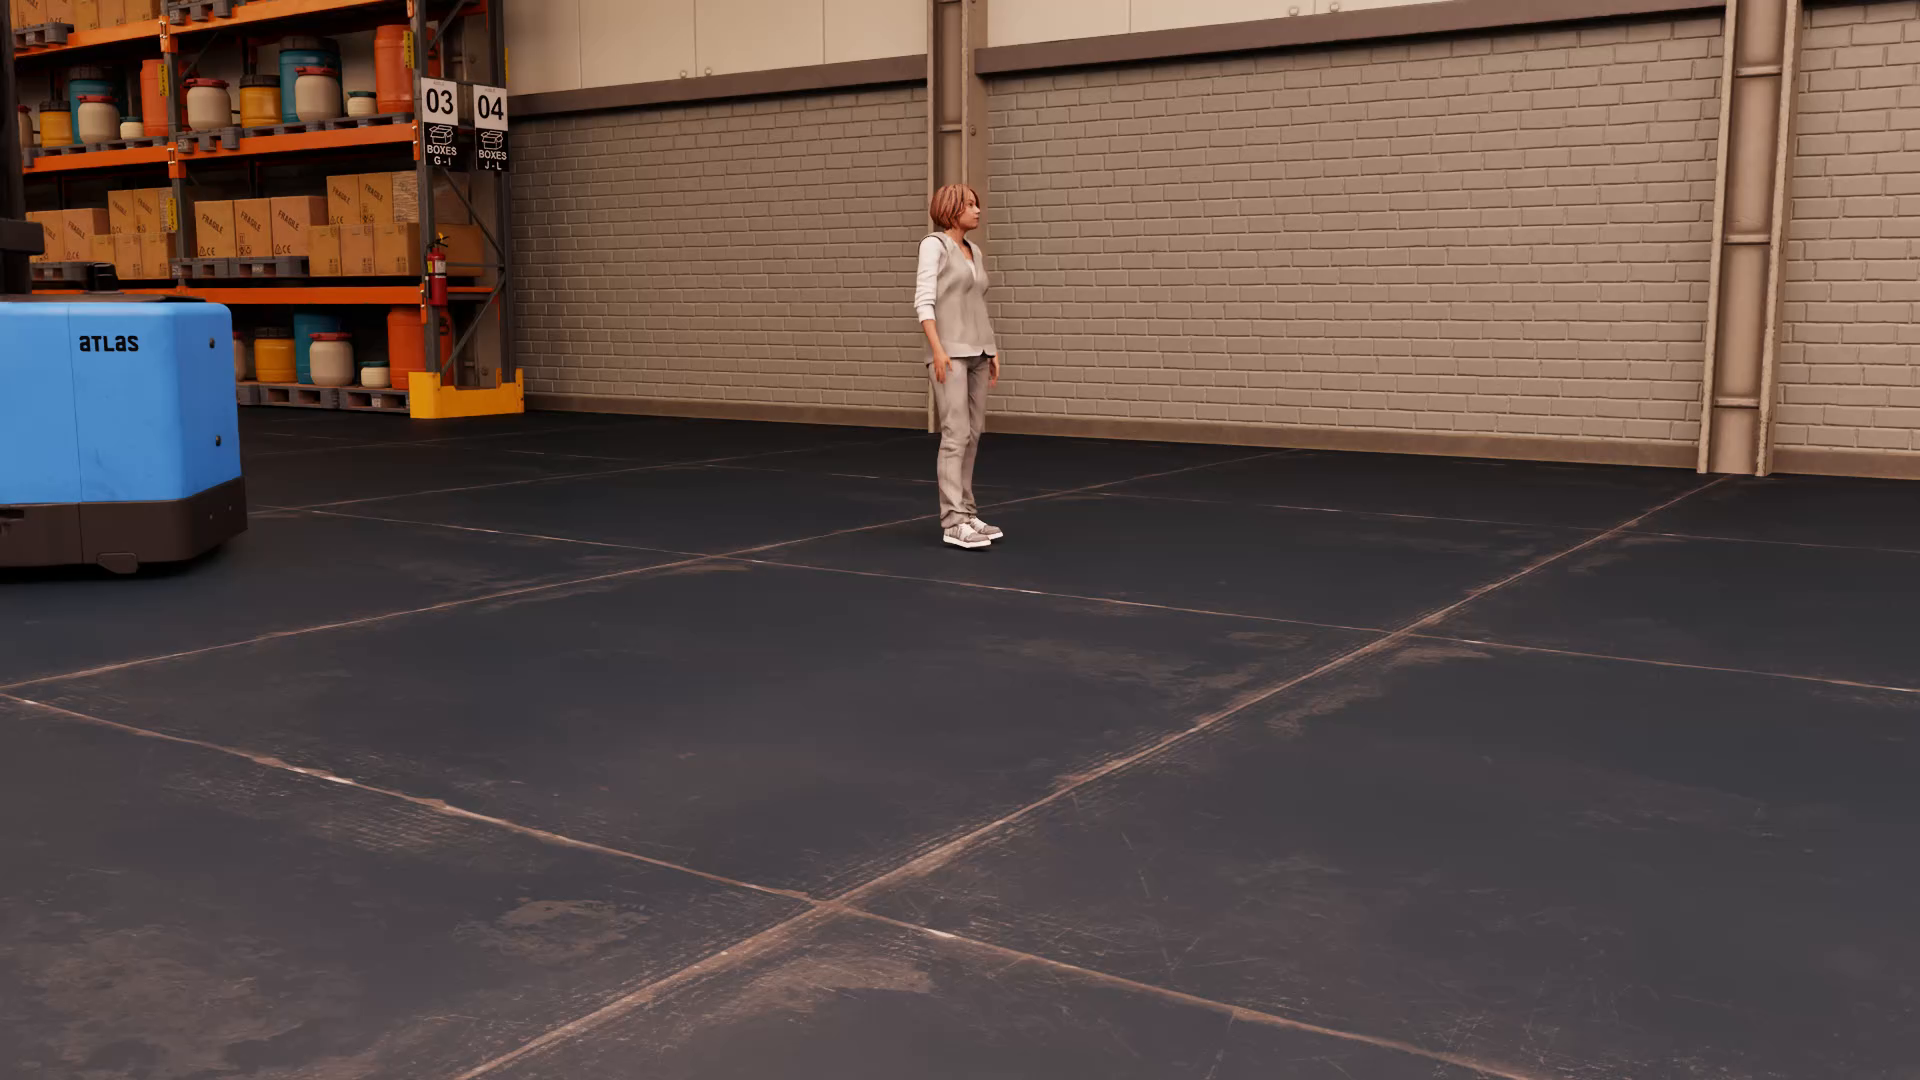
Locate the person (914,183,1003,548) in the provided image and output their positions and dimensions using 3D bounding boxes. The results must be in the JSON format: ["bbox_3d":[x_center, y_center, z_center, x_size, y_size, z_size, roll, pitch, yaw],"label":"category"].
[{"bbox_3d":[0.054,-0.790,7.438,0.473,1.599,0.521,5,10,34],"label":"person"}]

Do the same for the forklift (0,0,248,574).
[{"bbox_3d":[-4.601,-1.332,6.559,3.031,2.935,1.130,-1,8,-10],"label":"forklift"}]
